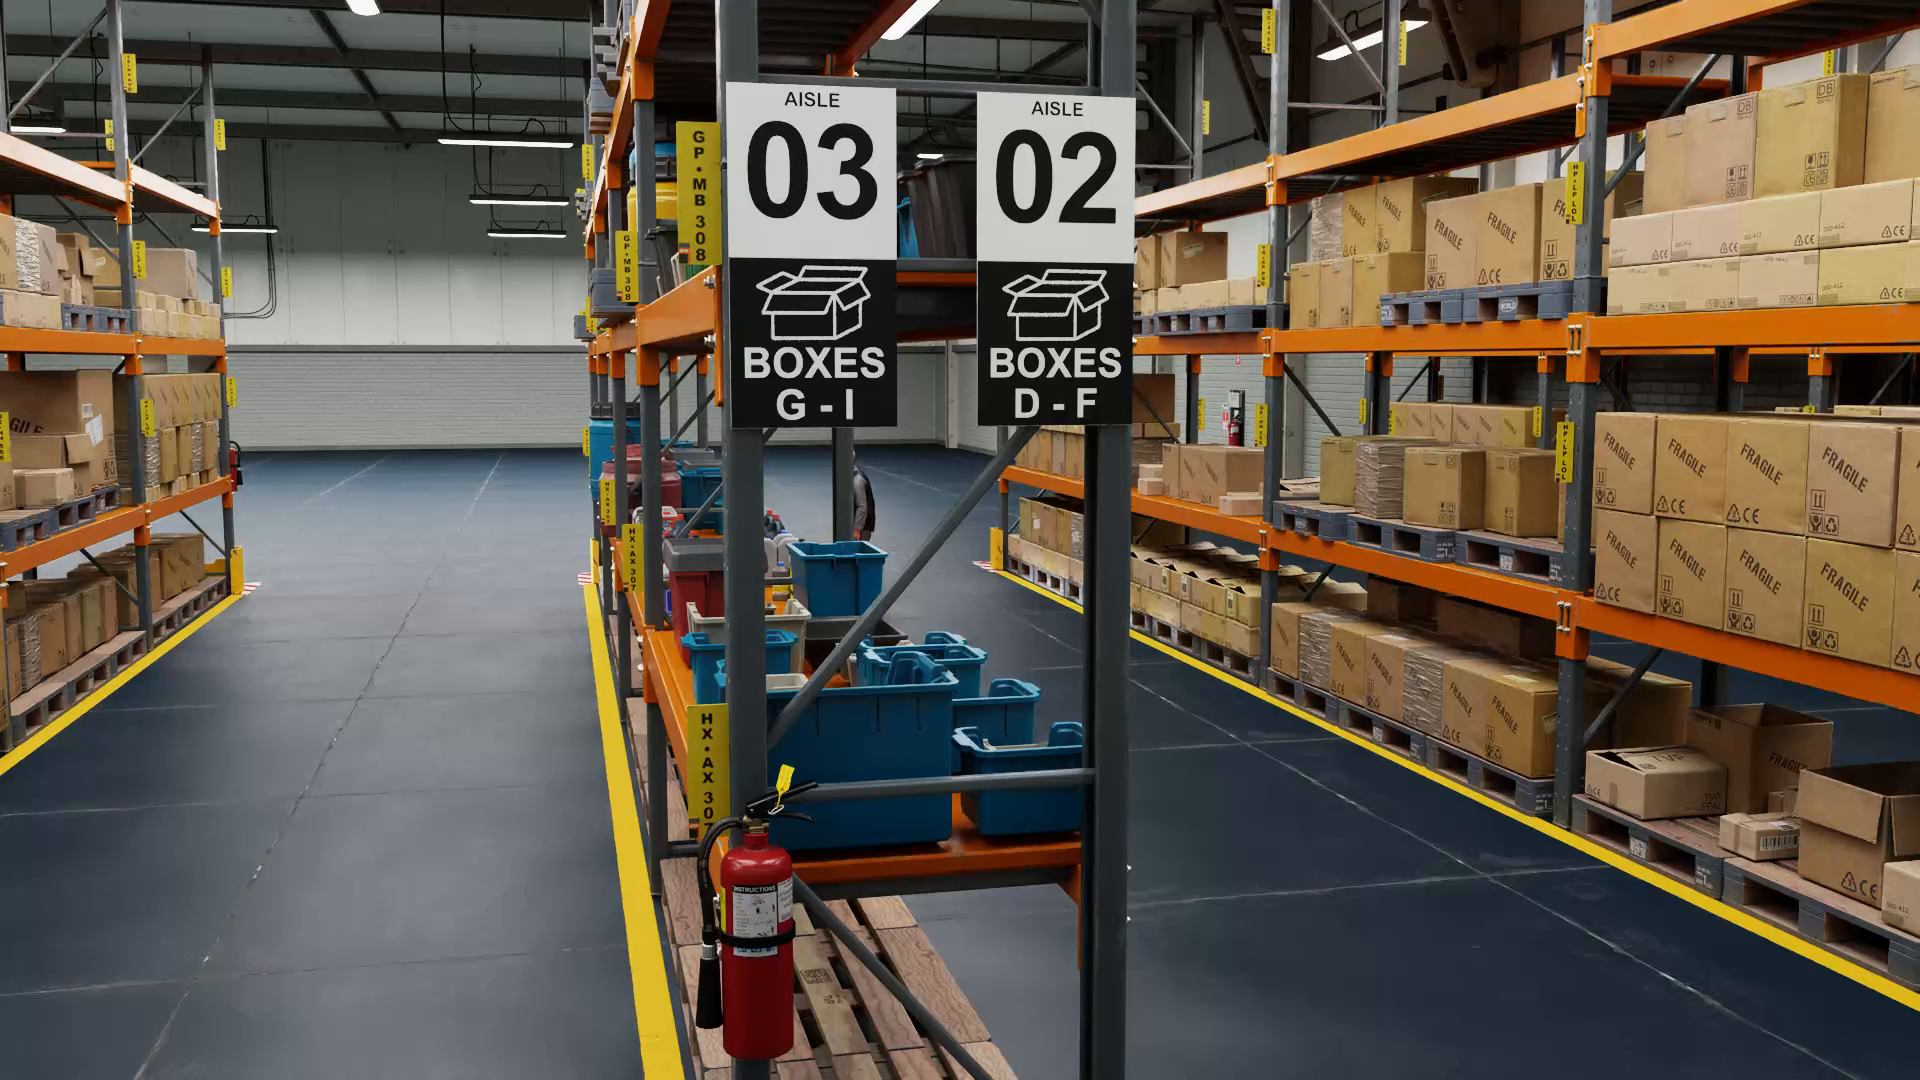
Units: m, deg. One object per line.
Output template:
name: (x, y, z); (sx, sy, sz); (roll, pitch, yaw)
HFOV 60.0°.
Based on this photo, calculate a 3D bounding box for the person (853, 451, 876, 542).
person: (-1.079, -0.084, 16.846); (0.426, 1.720, 0.593); (-2, 6, -17)
